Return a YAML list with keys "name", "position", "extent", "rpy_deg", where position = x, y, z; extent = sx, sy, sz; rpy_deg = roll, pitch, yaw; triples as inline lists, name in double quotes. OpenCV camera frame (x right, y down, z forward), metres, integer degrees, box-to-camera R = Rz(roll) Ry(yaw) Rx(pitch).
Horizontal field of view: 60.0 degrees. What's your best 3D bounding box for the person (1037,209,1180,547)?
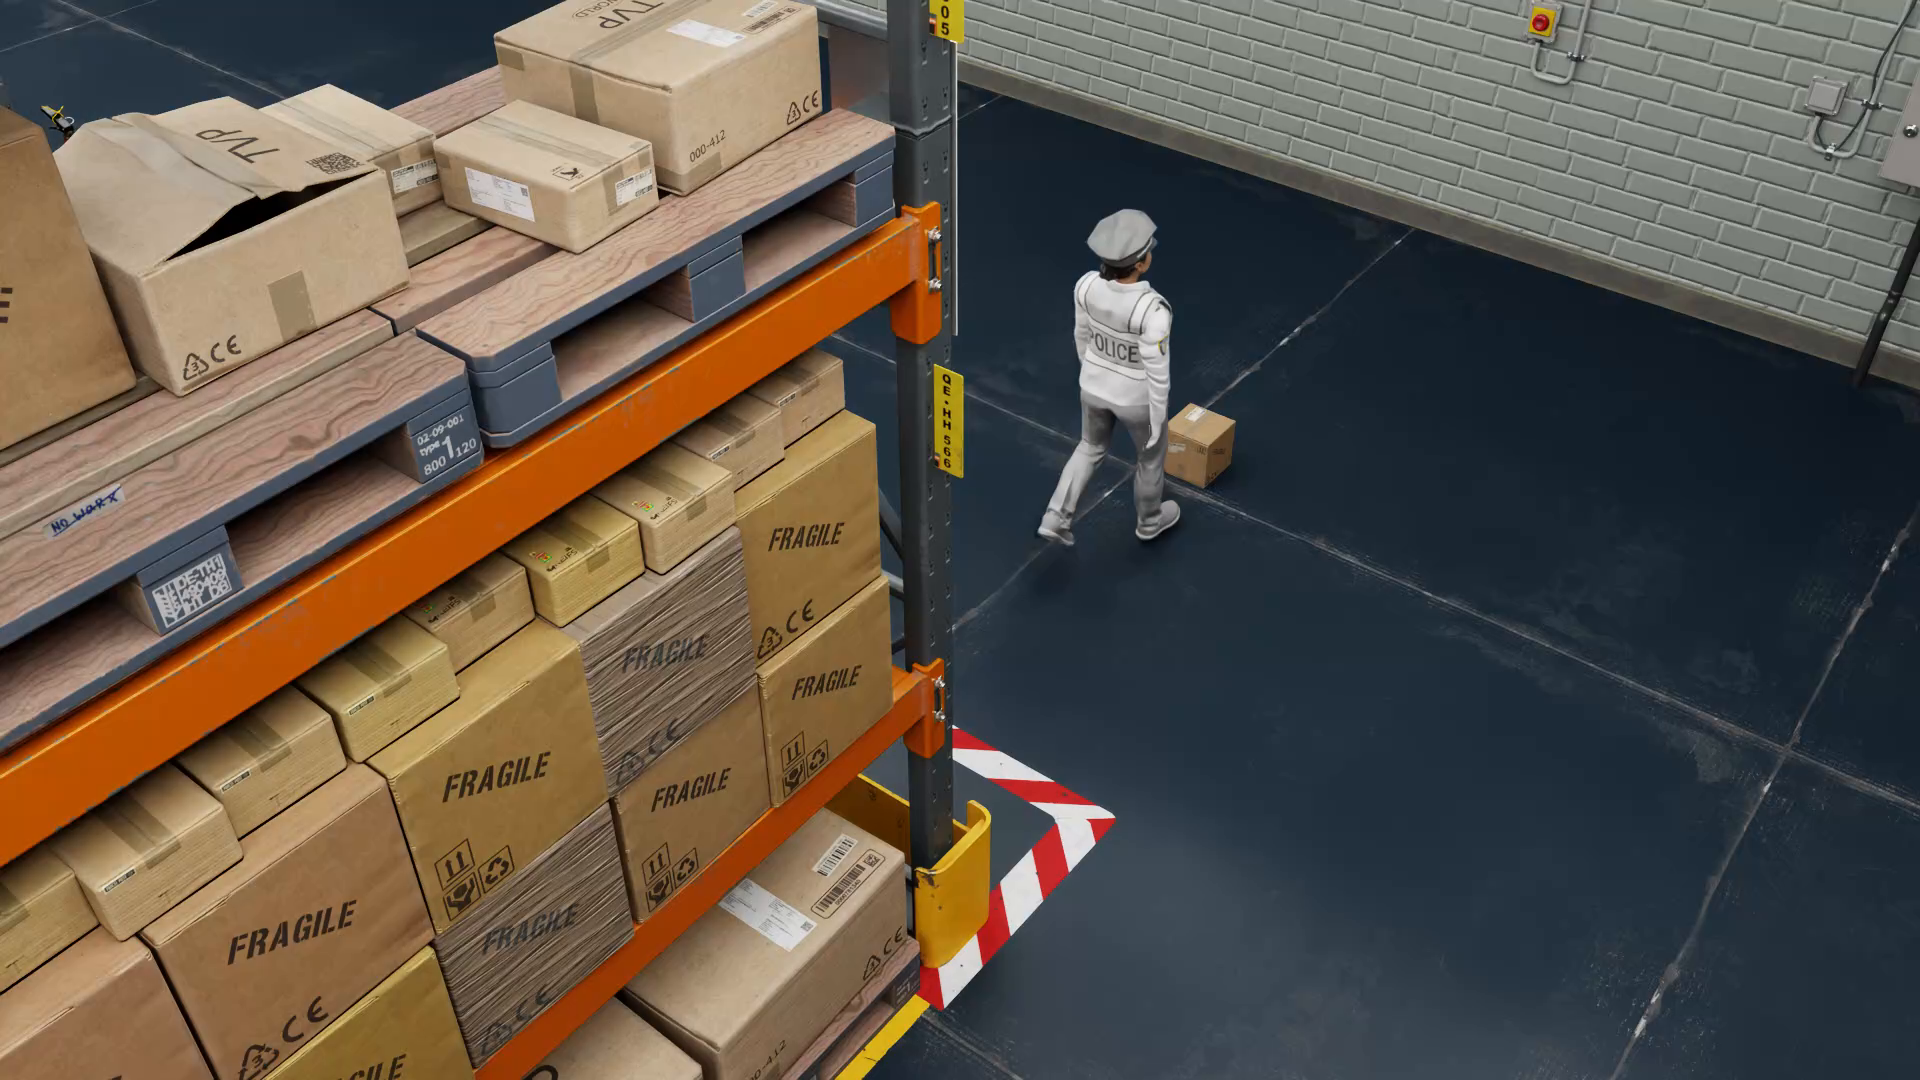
- name: "person"
  position: [0.685, -0.627, 6.883]
  extent: [0.489, 1.666, 0.754]
  rpy_deg: [24, 45, 27]
